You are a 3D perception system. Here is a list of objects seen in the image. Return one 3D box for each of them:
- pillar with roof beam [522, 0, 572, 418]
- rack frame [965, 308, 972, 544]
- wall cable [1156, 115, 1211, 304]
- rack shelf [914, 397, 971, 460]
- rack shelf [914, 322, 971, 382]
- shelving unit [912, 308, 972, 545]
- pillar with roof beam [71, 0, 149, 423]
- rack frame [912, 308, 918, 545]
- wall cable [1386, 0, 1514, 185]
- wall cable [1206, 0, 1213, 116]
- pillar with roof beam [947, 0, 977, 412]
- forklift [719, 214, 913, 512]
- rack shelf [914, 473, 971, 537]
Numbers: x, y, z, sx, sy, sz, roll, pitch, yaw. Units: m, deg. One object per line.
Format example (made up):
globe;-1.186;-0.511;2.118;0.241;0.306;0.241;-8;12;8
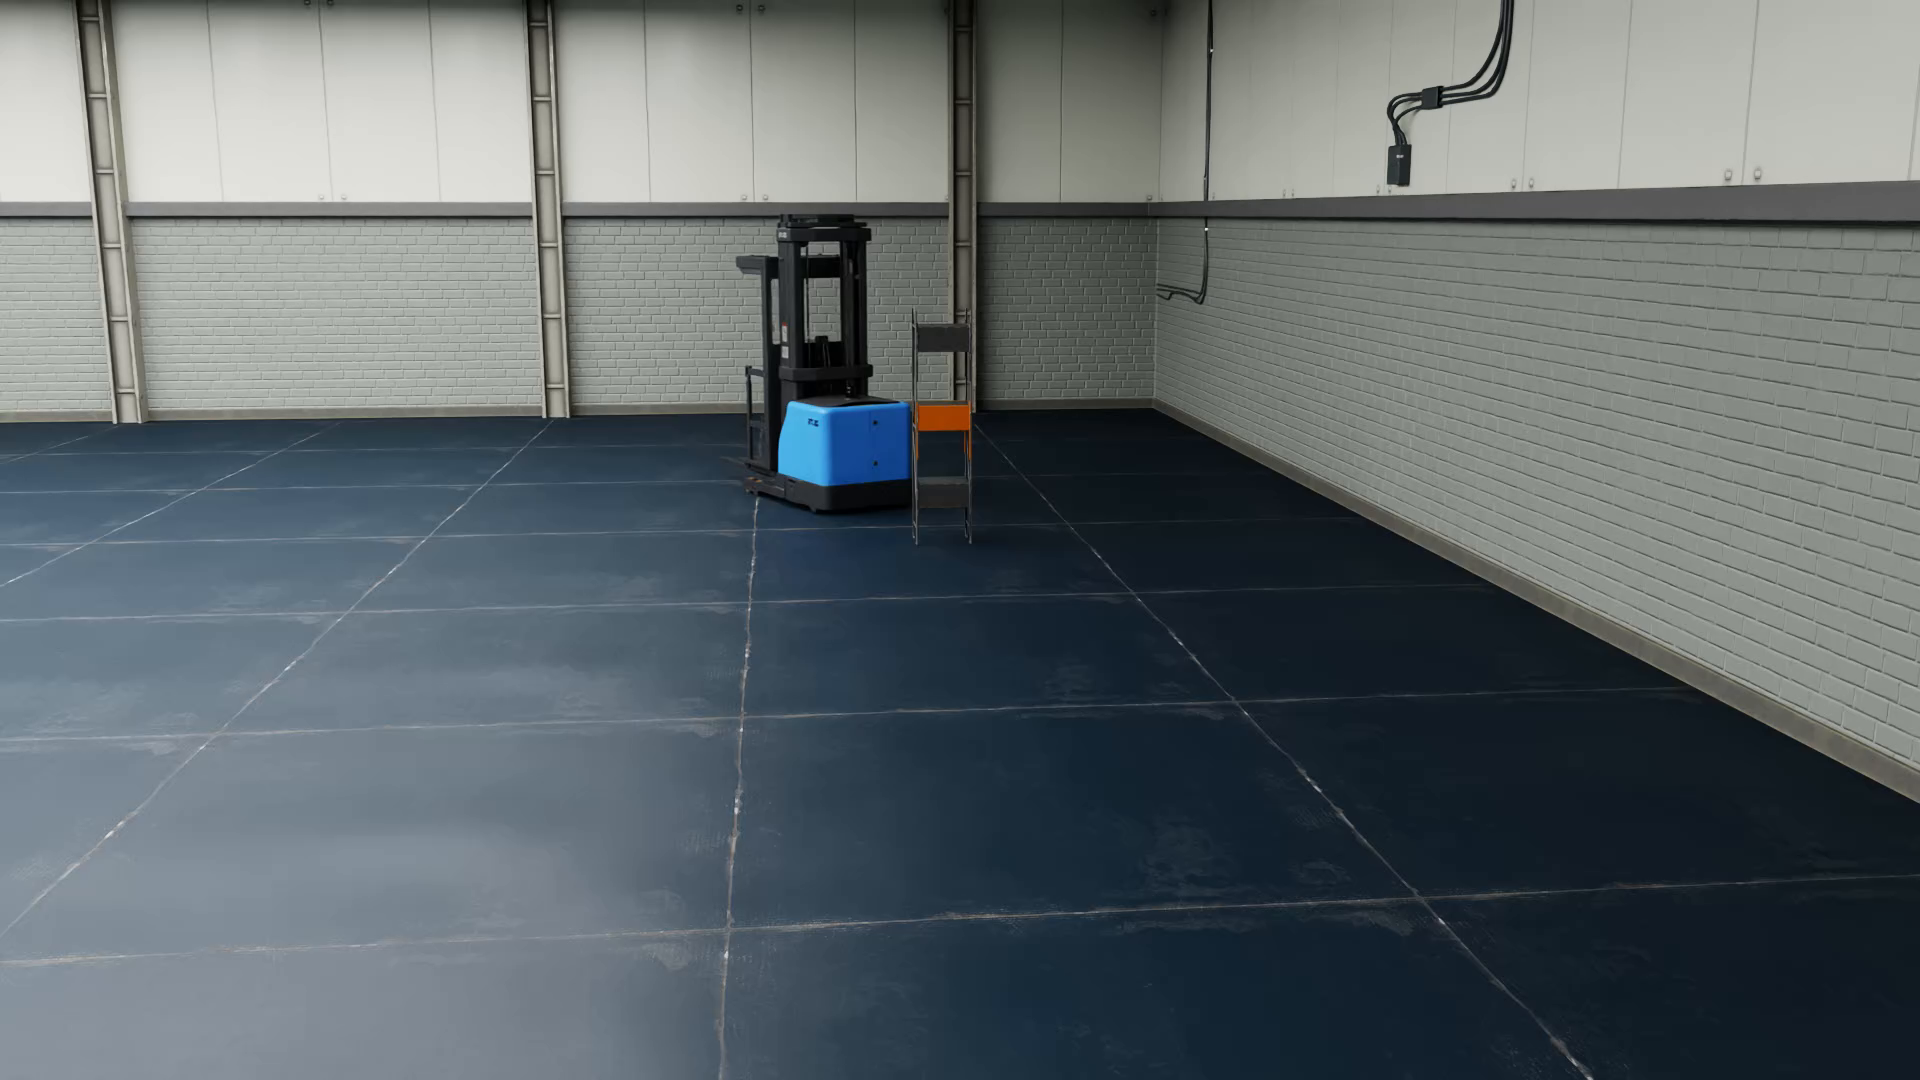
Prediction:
pillar with roof beam;-5.468;-5.411;19.446;0.400;9.000;9.100;-1;11;-6
rack frame;0.078;-1.032;15.056;0.015;2.100;0.400;-1;11;-6
wall cable;3.104;-4.646;23.603;0.112;2.526;3.097;-1;11;-6
rack shelf;-0.165;-1.013;15.033;0.480;0.518;0.431;-1;11;-6
rack shelf;-0.165;-1.700;14.898;0.480;0.518;0.431;-1;11;-6
shelving unit;-0.165;-1.027;15.030;0.503;2.100;0.431;-1;11;-6
pillar with roof beam;-11.433;-5.286;18.810;0.400;9.000;9.100;-1;11;-6
rack frame;-0.407;-1.022;15.004;0.015;2.100;0.400;-1;11;-6
wall cable;4.113;-6.017;13.713;0.169;6.003;2.305;-1;11;-6
wall cable;3.396;-6.605;20.477;0.112;2.526;3.097;-1;11;-6
pillar with roof beam;0.497;-5.536;20.082;0.400;9.000;9.100;-1;11;-6
forklift;-1.675;-1.954;17.591;1.130;2.935;3.031;-7;13;-31
rack shelf;-0.165;-0.327;15.168;0.480;0.518;0.431;-1;11;-6
